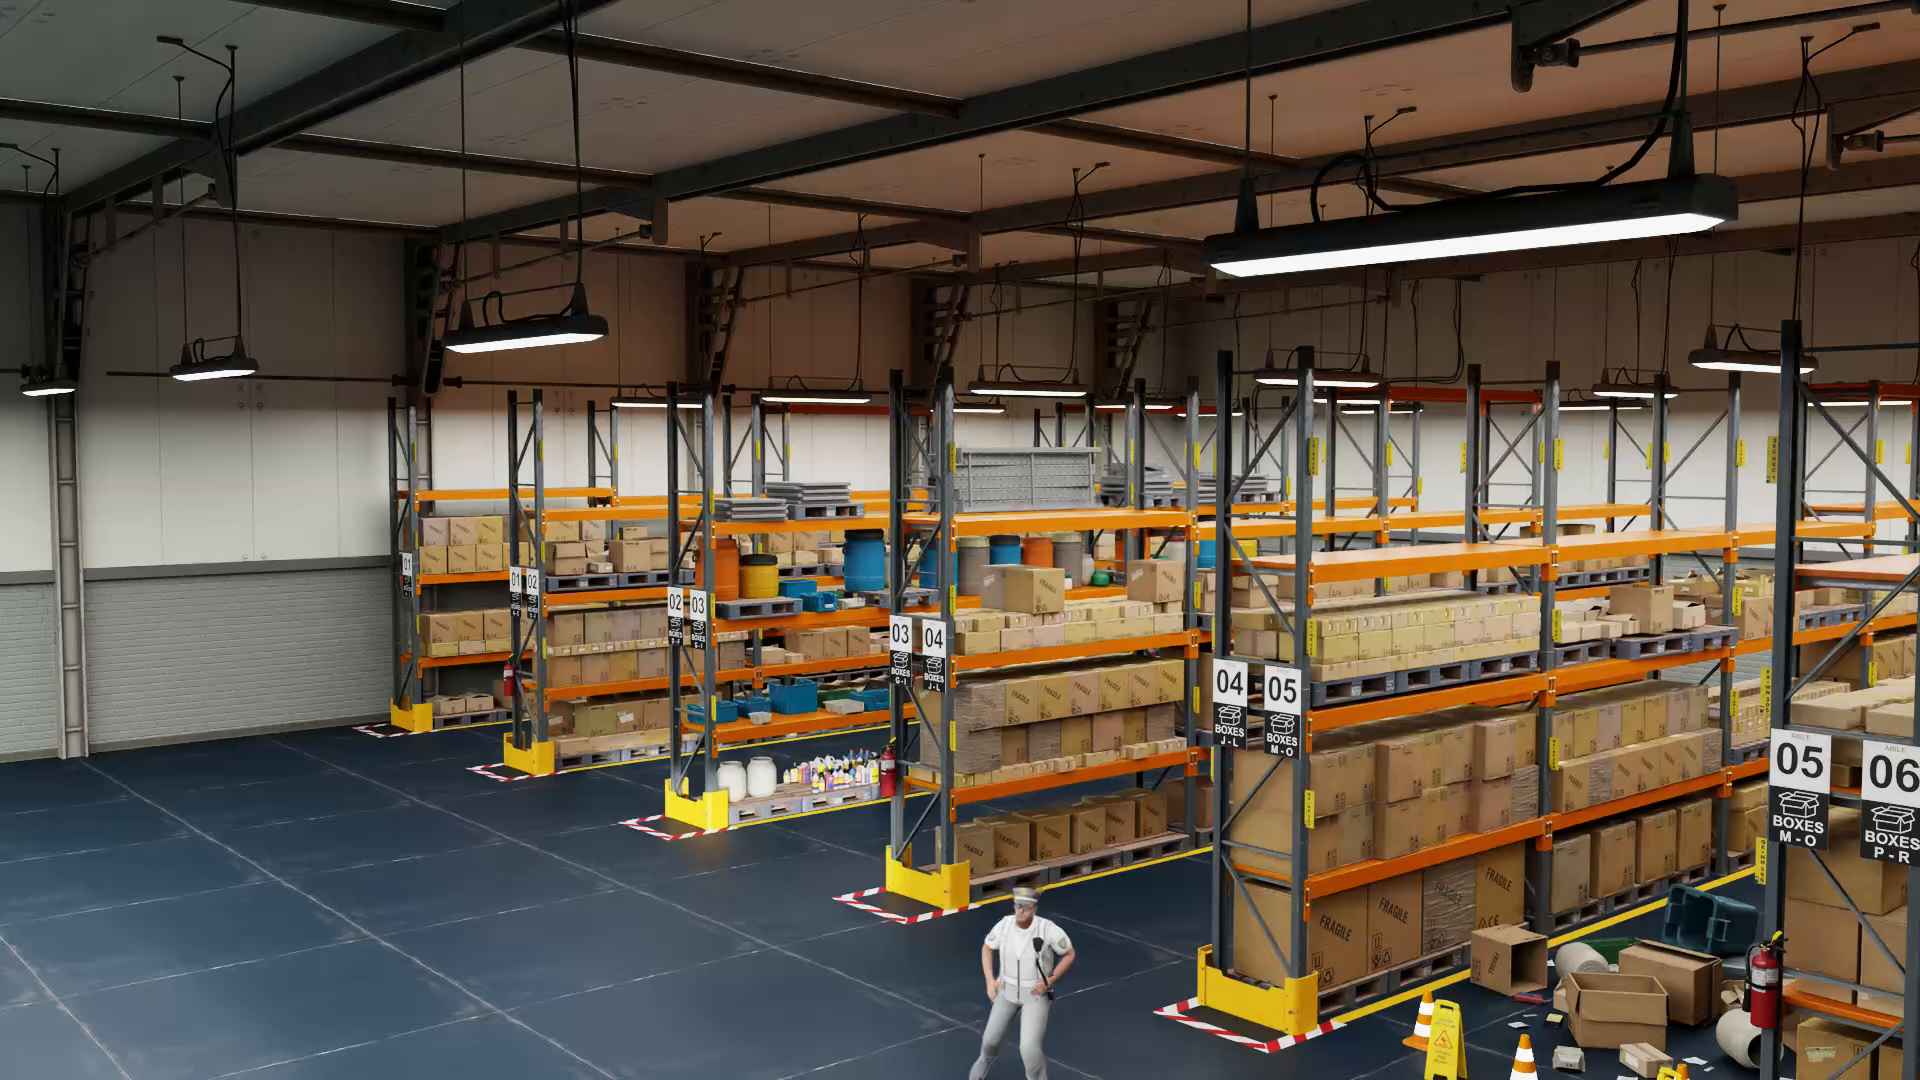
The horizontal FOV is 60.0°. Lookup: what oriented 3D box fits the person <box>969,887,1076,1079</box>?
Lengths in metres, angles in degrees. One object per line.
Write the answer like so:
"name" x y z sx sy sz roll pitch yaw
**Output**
"person" 0.456 3.558 13.017 0.897 1.788 0.736 1 3 16
